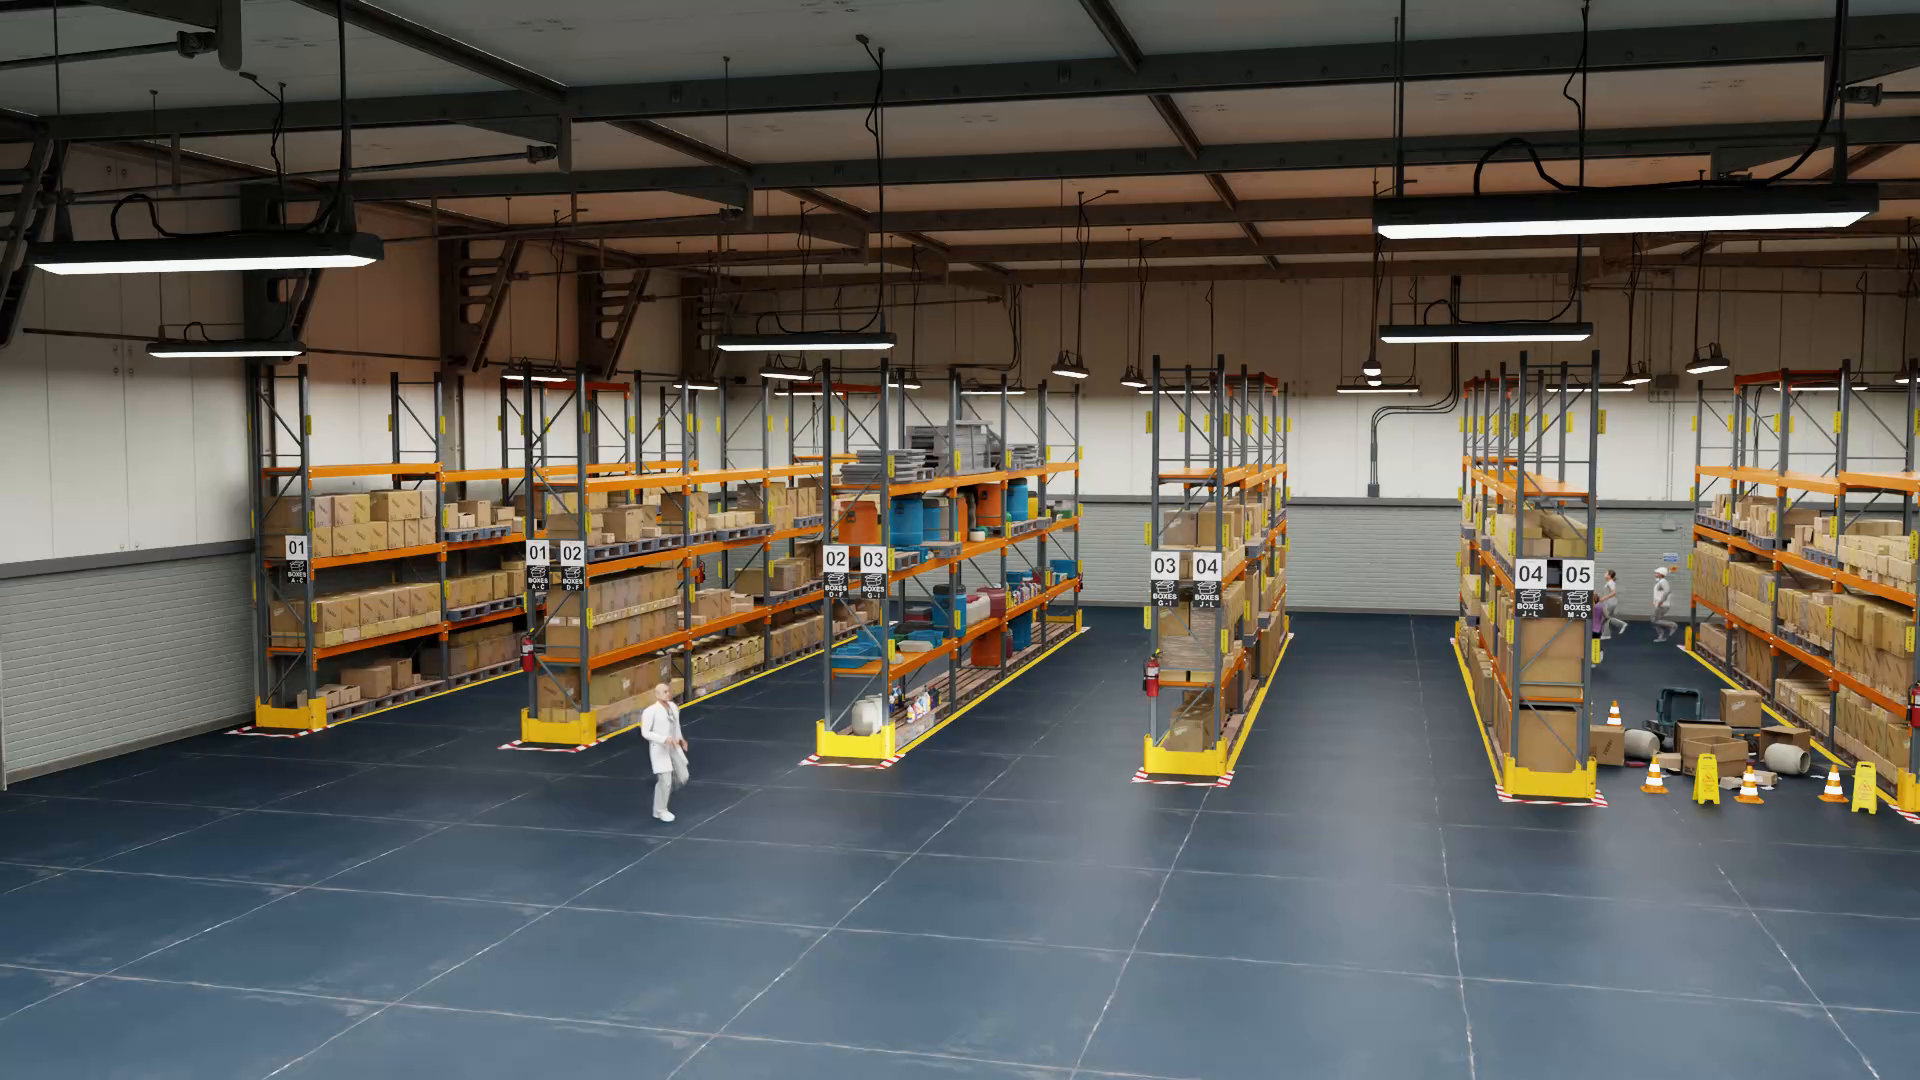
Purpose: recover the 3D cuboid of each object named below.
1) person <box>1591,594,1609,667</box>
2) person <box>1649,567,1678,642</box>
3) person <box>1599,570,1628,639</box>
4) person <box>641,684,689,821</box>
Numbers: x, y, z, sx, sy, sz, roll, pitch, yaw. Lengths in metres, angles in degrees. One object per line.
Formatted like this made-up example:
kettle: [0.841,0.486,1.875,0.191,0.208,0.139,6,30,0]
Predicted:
person: [13.064,1.875,34.270,0.543,1.559,0.544,0,4,2]
person: [16.243,1.503,38.379,0.647,1.748,0.681,2,4,22]
person: [15.268,1.517,38.869,0.658,1.646,0.568,1,4,20]
person: [-3.719,2.686,21.072,0.631,1.737,0.705,3,5,37]
